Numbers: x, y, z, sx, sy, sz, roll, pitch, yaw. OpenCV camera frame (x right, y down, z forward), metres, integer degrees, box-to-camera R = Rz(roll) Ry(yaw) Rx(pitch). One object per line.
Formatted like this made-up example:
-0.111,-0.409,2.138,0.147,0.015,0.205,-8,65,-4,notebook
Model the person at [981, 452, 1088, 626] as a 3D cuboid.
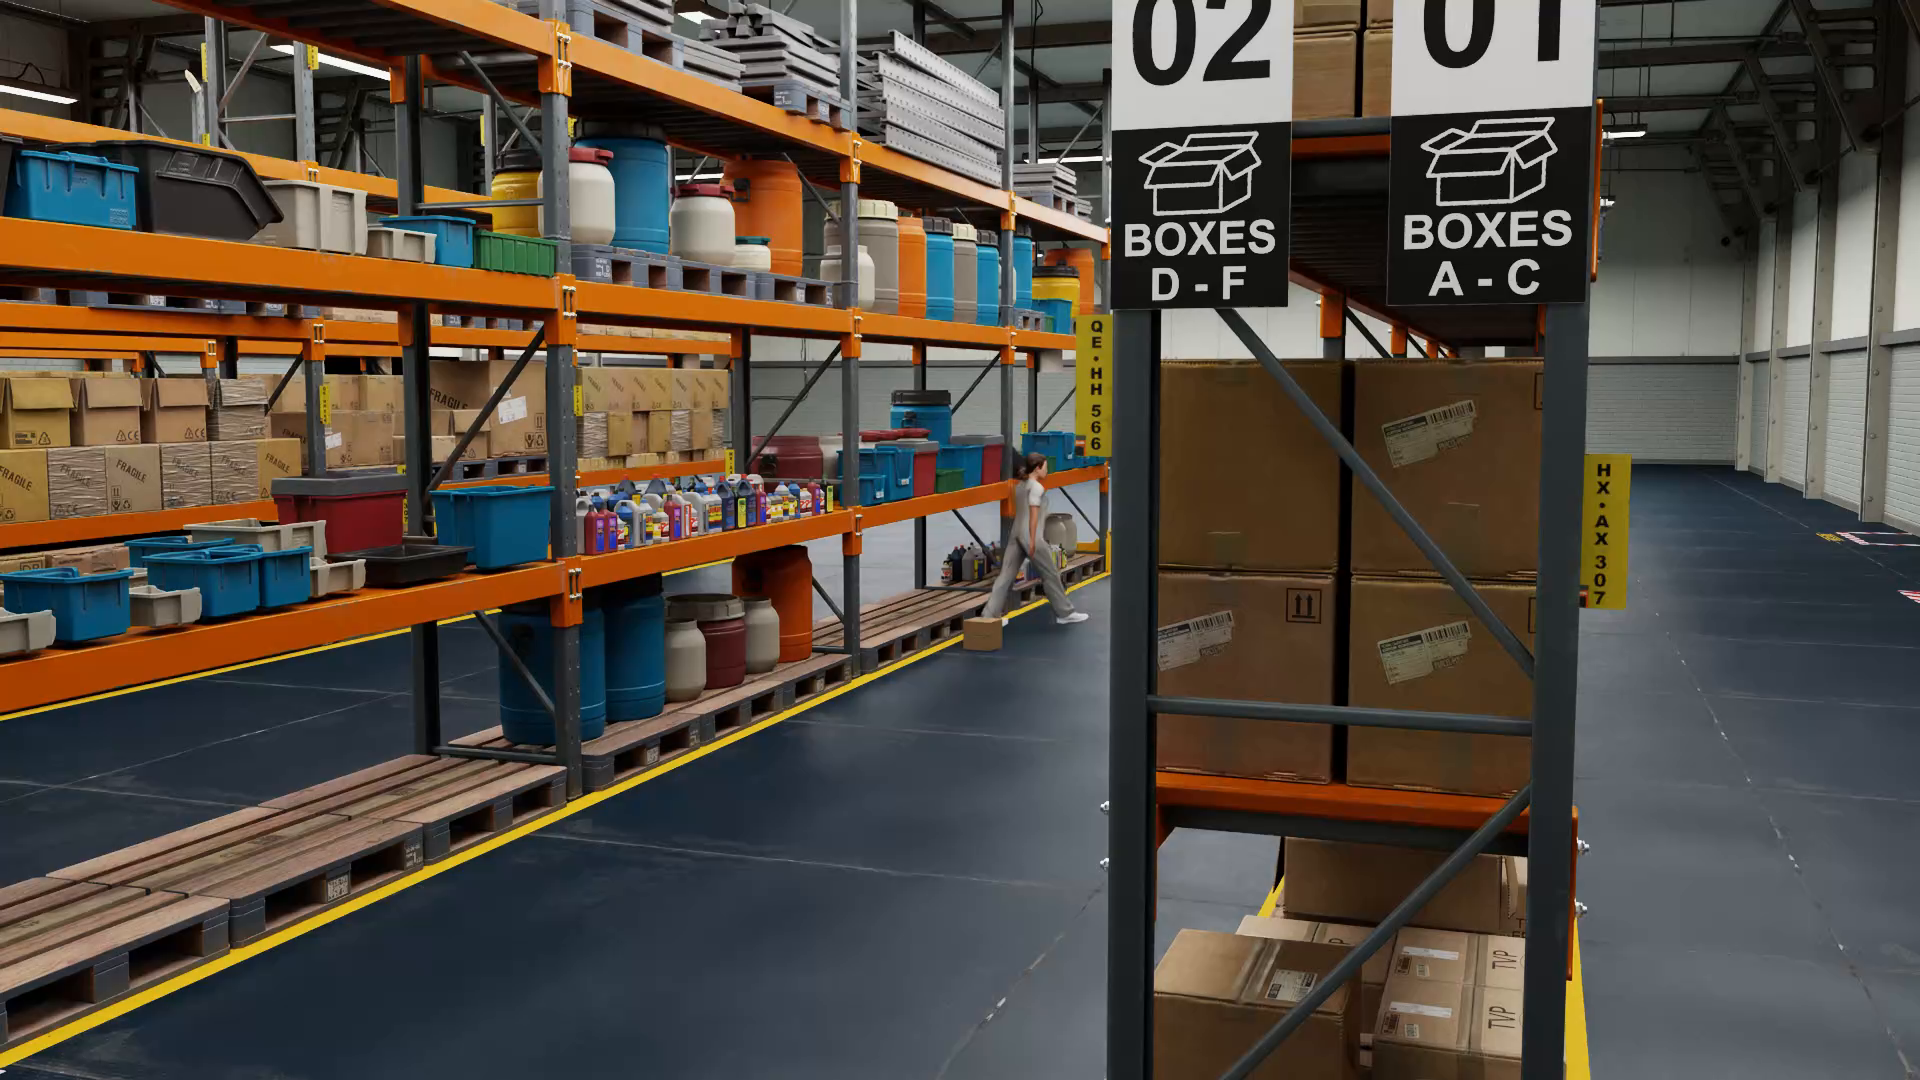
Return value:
0.659,-0.014,15.399,1.048,1.600,0.452,-3,6,-32,person
